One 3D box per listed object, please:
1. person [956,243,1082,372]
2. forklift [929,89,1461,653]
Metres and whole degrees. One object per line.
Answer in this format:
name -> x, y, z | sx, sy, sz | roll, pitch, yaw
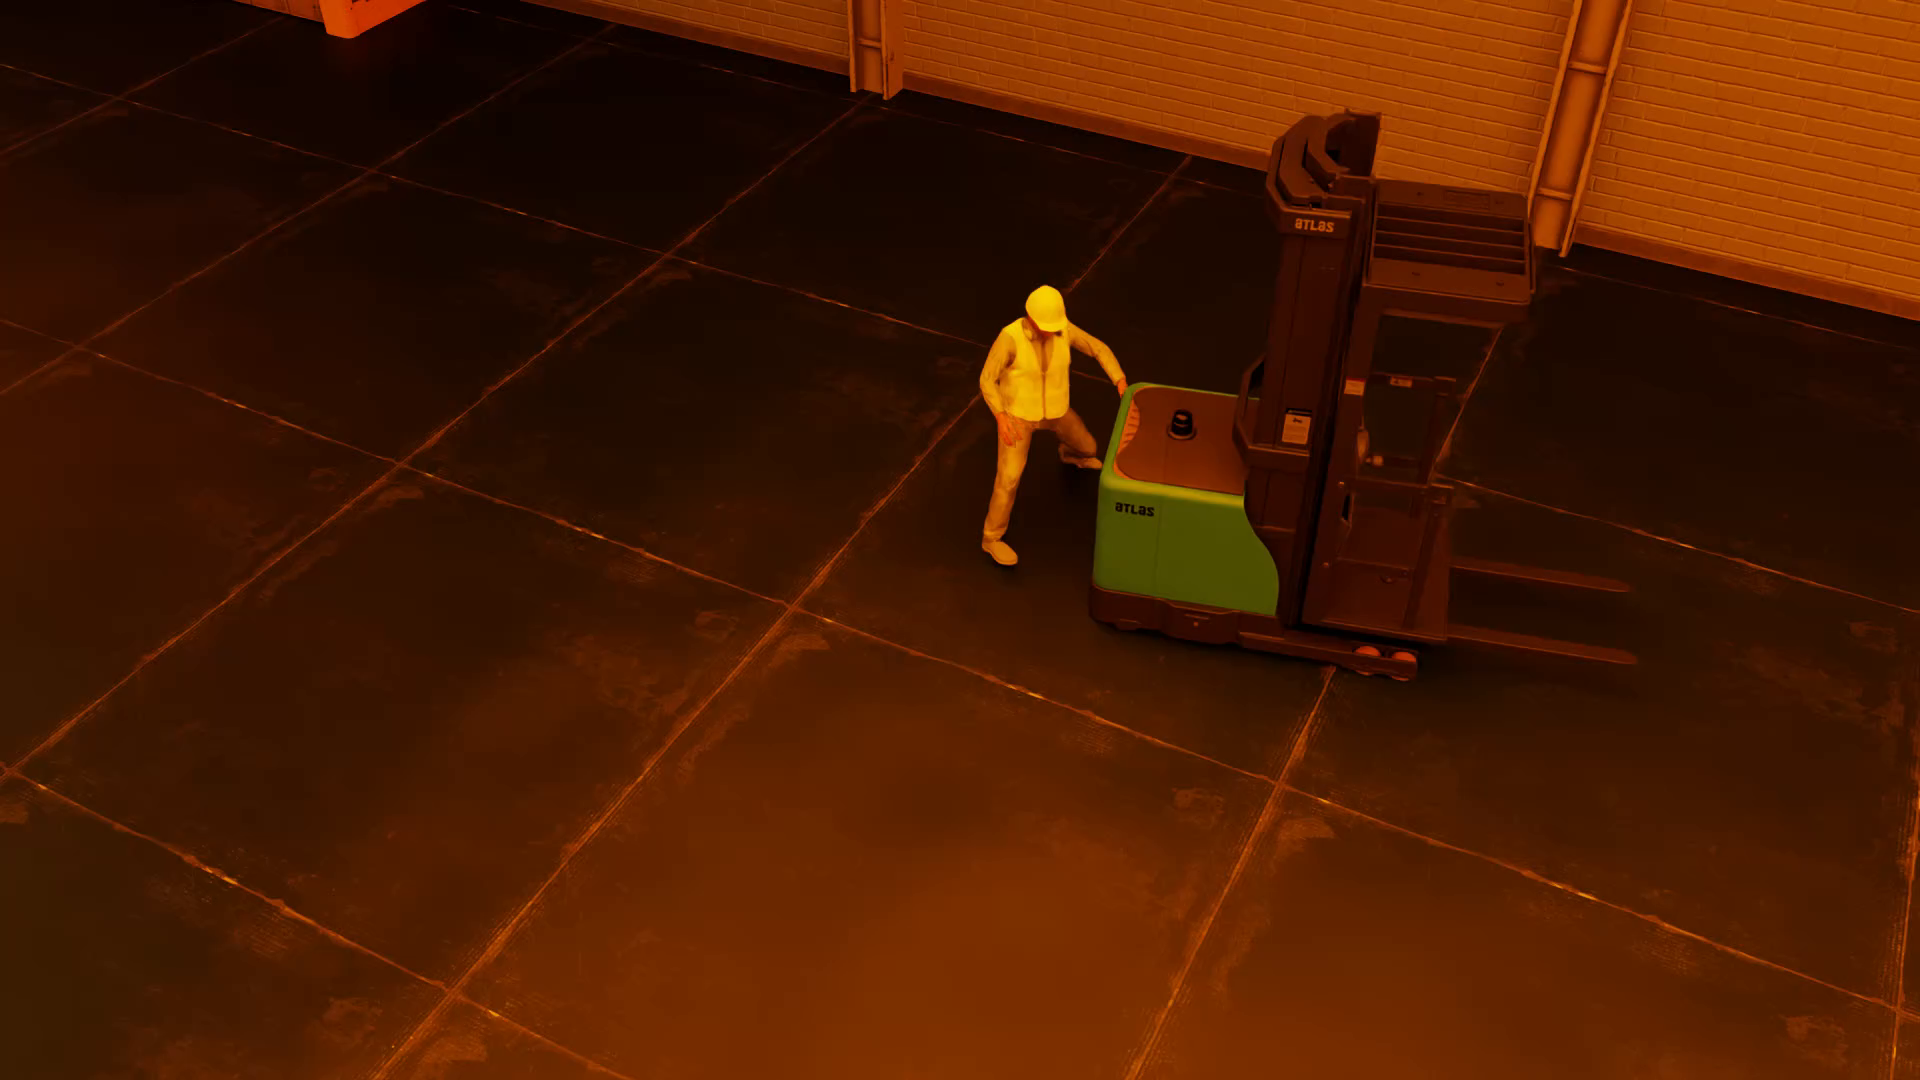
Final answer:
person -> 0.456, -0.984, 10.149 | 0.999, 1.664, 0.787 | 5, 40, 6
forklift -> 1.395, -0.853, 9.000 | 3.031, 2.935, 1.130 | 9, 41, 10
